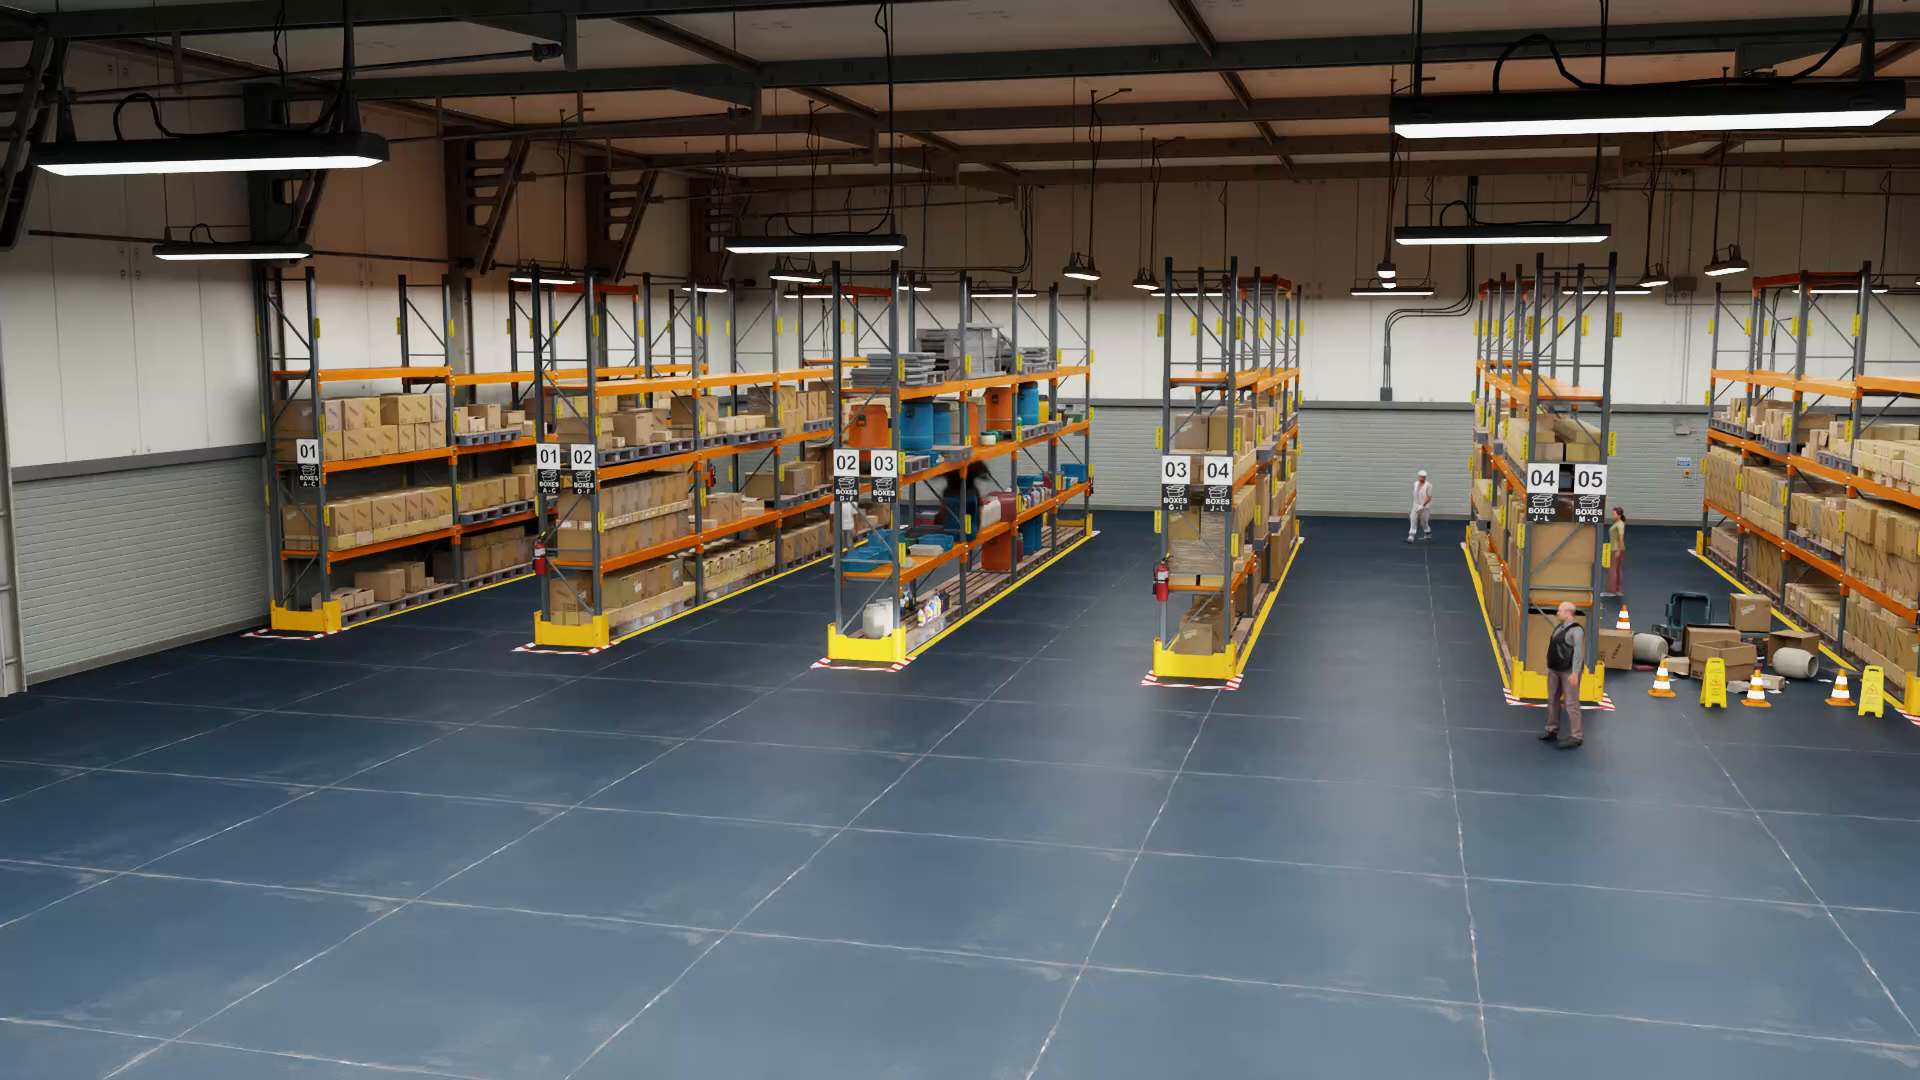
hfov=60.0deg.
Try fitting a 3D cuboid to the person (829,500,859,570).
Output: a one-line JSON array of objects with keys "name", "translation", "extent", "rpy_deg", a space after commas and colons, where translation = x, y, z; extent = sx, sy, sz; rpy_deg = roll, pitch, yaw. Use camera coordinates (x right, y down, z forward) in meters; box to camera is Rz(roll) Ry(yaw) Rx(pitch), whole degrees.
[{"name": "person", "translation": [-2.428, -0.261, 34.717], "extent": [0.676, 1.715, 1.058], "rpy_deg": [2, 7, 13]}]

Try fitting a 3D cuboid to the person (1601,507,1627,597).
[{"name": "person", "translation": [12.308, 0.217, 31.286], "extent": [0.397, 1.677, 0.514], "rpy_deg": [5, 9, 35]}]

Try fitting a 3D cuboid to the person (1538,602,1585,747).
[{"name": "person", "translation": [7.304, 1.600, 20.139], "extent": [0.429, 1.720, 0.585], "rpy_deg": [-3, 8, -20]}]

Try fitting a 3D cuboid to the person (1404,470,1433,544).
[{"name": "person", "translation": [10.715, -0.770, 38.705], "extent": [1.042, 1.726, 0.616], "rpy_deg": [-6, 10, -41]}]
